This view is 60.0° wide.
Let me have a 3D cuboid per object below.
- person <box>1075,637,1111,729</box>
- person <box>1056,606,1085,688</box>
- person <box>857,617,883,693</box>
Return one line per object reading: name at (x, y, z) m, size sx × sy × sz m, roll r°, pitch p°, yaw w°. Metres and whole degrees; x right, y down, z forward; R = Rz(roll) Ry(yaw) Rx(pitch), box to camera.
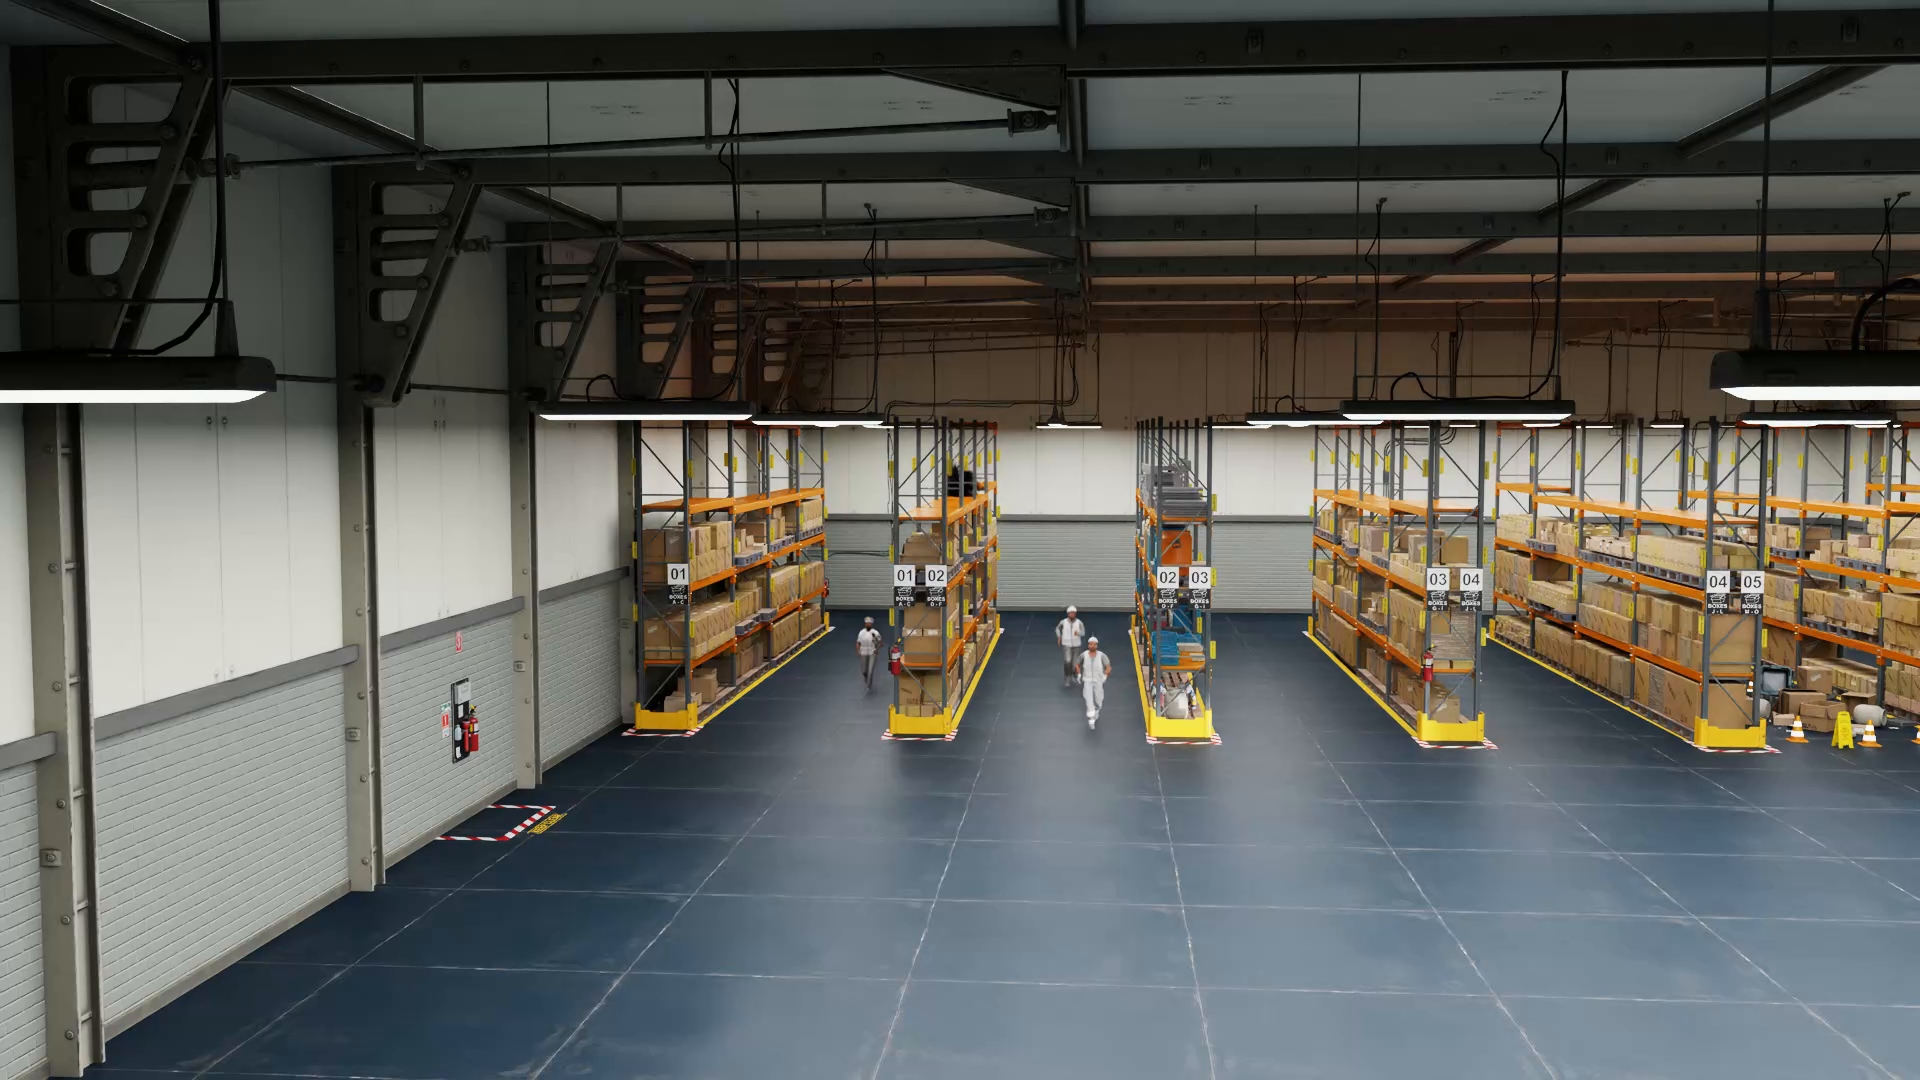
person at (2.565, 2.737, 32.137) m, size 0.691 × 1.748 × 0.804 m, roll 0°, pitch 4°, yaw 4°
person at (2.501, 2.401, 37.393) m, size 0.624 × 1.831 × 0.752 m, roll 0°, pitch 4°, yaw -6°
person at (-1.996, 2.516, 36.642) m, size 0.583 × 1.664 × 0.593 m, roll 0°, pitch 4°, yaw 5°
